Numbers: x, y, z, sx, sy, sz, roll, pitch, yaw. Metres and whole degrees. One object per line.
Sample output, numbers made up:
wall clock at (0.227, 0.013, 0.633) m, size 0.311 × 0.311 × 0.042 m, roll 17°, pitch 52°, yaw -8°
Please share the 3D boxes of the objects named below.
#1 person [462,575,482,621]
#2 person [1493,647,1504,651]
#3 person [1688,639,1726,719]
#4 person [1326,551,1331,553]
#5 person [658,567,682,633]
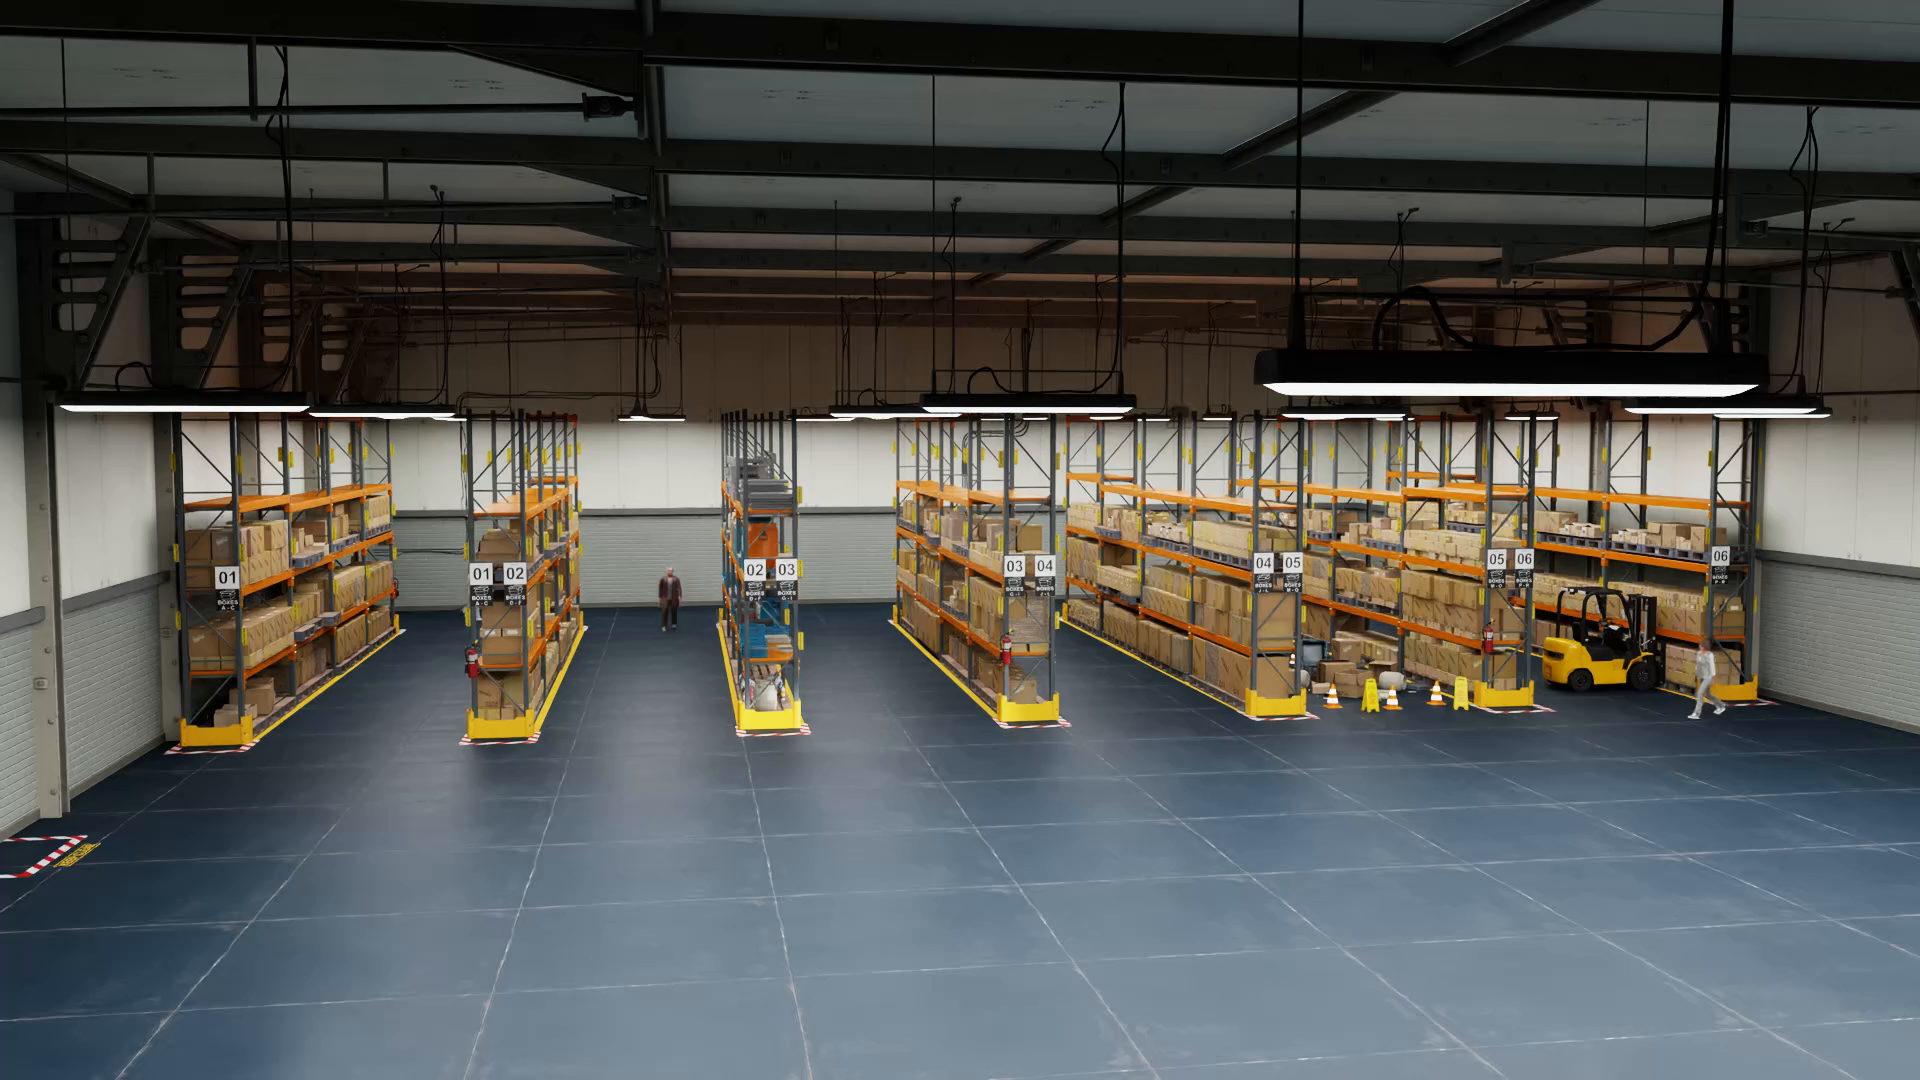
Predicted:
person at (-14.169, 1.525, 48.383) m, size 0.899 × 1.633 × 0.446 m, roll 2°, pitch 4°, yaw 27°
person at (12.143, 2.259, 37.760) m, size 0.635 × 1.672 × 0.819 m, roll -1°, pitch 4°, yaw -8°
person at (14.497, 2.682, 32.265) m, size 0.920 × 1.551 × 0.443 m, roll -1°, pitch 4°, yaw -15°
person at (11.662, 1.195, 52.520) m, size 0.996 × 1.732 × 0.562 m, roll -1°, pitch 4°, yaw -19°
person at (-8.031, 1.628, 46.044) m, size 0.679 × 1.760 × 1.038 m, roll 0°, pitch 4°, yaw -1°
